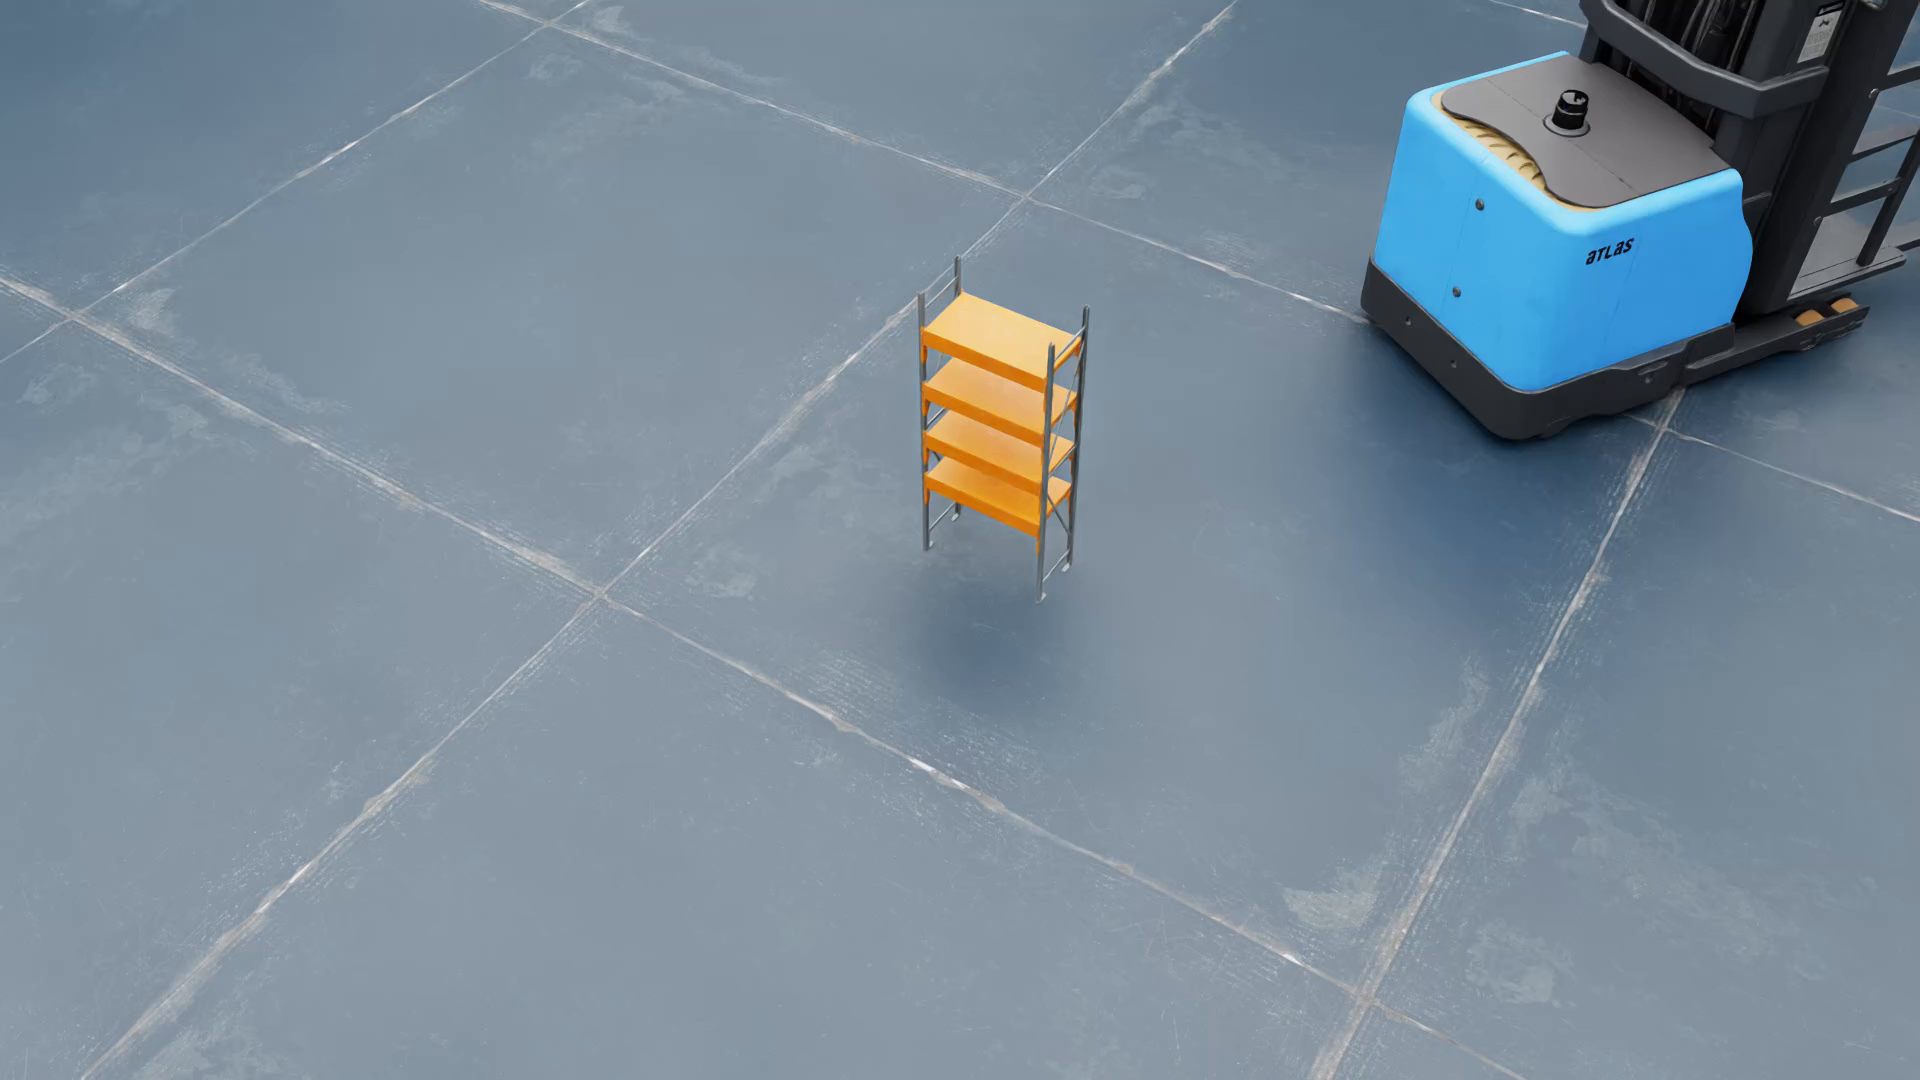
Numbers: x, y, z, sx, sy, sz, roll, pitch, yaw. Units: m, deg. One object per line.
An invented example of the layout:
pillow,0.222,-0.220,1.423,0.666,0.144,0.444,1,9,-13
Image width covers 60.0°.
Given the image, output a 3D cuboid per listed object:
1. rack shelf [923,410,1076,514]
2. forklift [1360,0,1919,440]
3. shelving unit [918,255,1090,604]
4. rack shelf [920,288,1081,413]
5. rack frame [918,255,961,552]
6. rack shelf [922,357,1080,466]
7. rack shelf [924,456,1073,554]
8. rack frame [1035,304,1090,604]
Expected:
rack shelf,0.139,-0.307,5.806,0.480,0.148,0.258,25,51,22
forklift,3.274,-2.147,6.293,3.031,2.935,1.130,-19,49,-18
shelving unit,0.139,-0.354,5.757,0.503,1.200,0.258,25,51,22
rack shelf,0.139,-0.628,5.476,0.480,0.148,0.258,25,51,22
rack frame,-0.066,-0.449,5.849,0.015,1.200,0.240,25,51,22
rack shelf,0.139,-0.463,5.645,0.480,0.148,0.258,25,51,22
rack shelf,0.139,-0.169,5.948,0.480,0.148,0.258,25,51,22
rack frame,0.345,-0.260,5.666,0.015,1.200,0.240,25,51,22
